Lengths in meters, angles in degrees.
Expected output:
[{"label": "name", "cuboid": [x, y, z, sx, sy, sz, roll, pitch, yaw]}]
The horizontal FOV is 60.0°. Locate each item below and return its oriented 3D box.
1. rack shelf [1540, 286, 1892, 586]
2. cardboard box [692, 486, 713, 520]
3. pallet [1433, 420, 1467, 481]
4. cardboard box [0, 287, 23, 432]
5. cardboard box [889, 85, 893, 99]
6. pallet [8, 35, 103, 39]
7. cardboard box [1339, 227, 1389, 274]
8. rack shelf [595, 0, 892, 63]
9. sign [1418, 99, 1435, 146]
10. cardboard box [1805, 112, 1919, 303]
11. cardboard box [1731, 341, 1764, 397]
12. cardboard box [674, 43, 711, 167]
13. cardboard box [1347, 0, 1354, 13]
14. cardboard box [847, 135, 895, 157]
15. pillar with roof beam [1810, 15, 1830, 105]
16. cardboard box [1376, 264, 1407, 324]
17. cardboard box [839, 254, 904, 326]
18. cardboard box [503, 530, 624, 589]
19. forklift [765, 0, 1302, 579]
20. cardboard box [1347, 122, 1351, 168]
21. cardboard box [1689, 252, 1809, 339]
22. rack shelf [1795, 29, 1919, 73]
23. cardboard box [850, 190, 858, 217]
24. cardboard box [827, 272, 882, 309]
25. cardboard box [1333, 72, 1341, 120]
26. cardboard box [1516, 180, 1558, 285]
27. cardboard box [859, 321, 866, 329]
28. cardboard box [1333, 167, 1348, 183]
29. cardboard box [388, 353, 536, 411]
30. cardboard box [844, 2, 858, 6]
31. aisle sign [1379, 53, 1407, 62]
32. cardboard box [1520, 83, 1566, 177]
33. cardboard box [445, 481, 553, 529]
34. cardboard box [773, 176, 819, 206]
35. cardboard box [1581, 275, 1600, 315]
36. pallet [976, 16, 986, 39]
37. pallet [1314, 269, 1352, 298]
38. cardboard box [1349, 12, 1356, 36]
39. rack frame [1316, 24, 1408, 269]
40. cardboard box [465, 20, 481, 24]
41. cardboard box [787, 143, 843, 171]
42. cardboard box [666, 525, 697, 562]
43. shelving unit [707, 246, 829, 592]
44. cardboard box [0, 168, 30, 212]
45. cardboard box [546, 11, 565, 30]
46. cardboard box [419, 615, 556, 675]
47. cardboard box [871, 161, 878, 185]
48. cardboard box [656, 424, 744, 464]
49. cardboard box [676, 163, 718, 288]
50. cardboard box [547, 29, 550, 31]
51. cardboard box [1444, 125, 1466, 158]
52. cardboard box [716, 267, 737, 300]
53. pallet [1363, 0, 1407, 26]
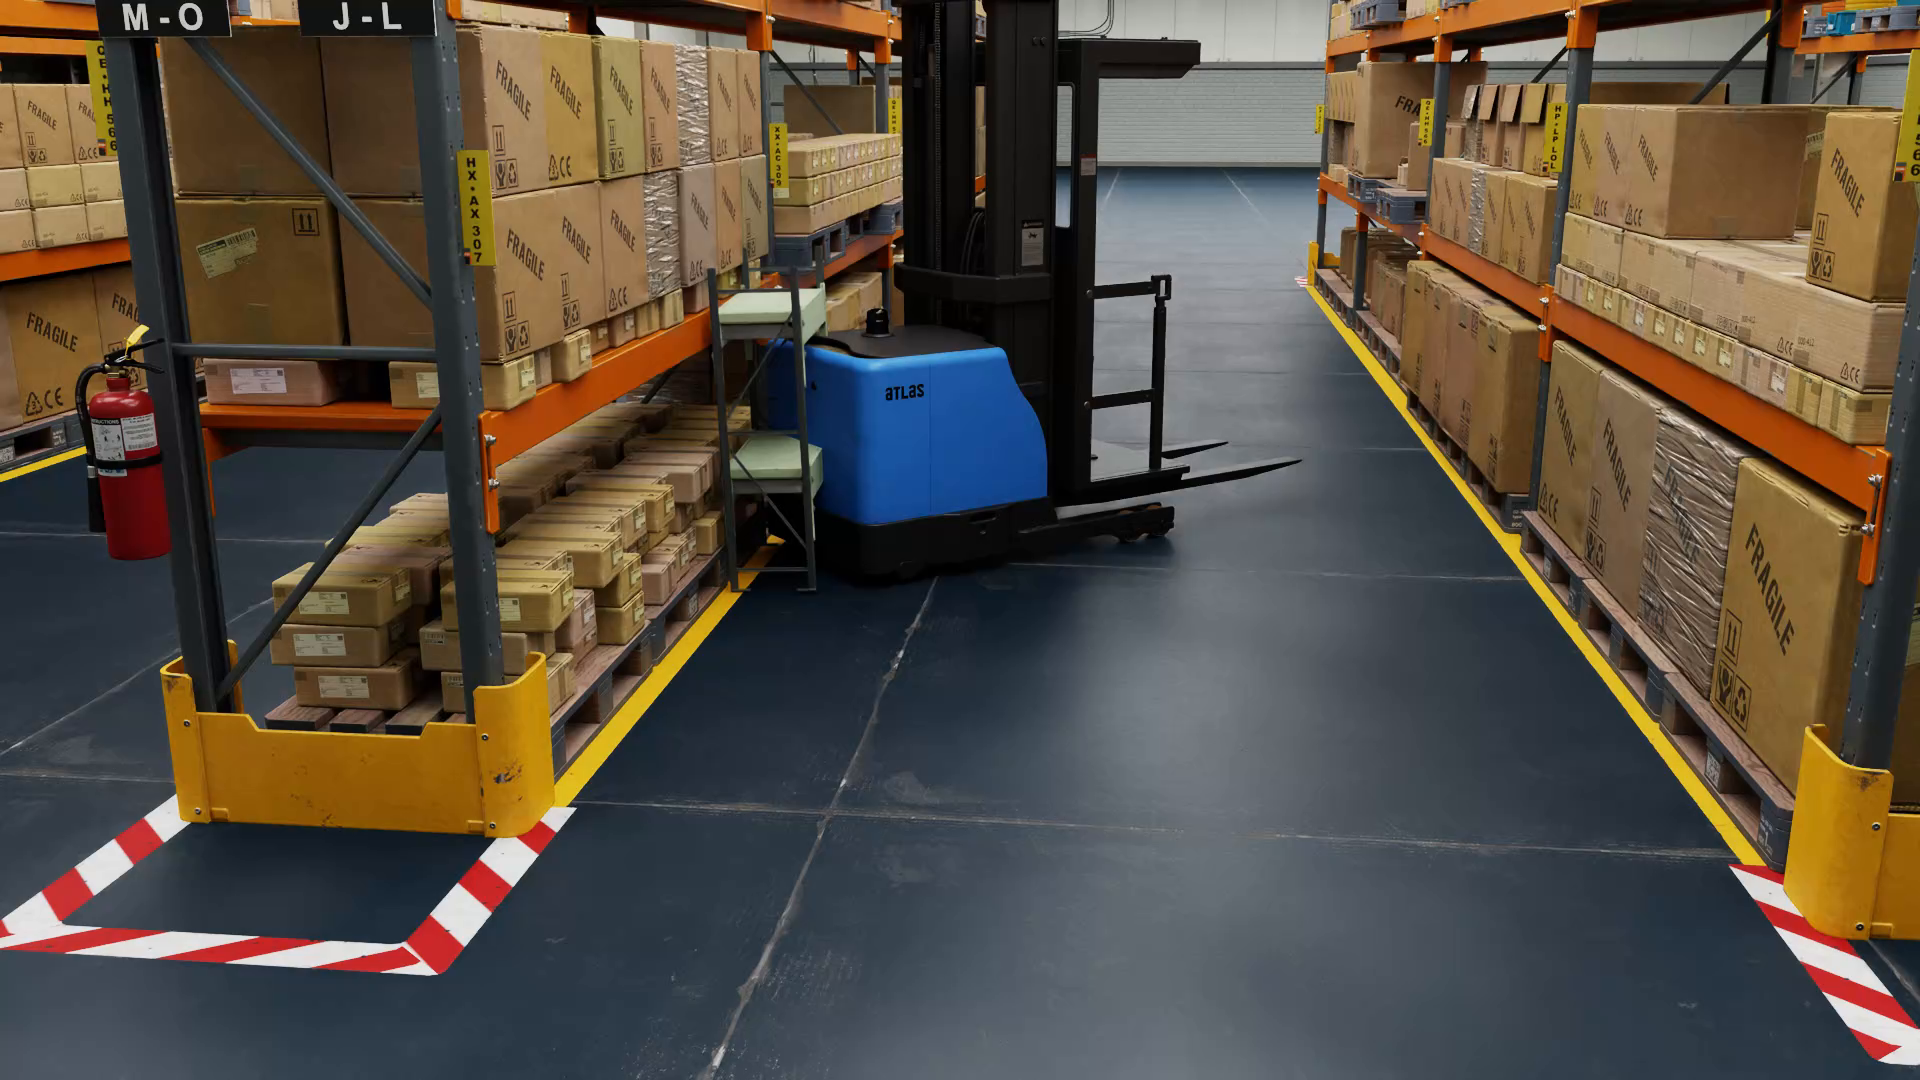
[{"label": "rack shelf", "cuboid": [3.207, -0.553, 6.340, 1.077, 0.370, 4.000, 2, 15, 6]}, {"label": "cardboard box", "cuboid": [-1.370, -0.201, 7.747, 0.380, 0.149, 0.250, 2, 15, 8]}, {"label": "pallet", "cuboid": [3.580, -0.593, 10.450, 1.003, 0.211, 1.213, 2, 15, 6]}, {"label": "cardboard box", "cuboid": [-6.424, -1.051, 10.070, 0.875, 0.875, 0.875, 2, 15, 8]}, {"label": "cardboard box", "cuboid": [-0.917, -3.407, 13.409, 0.700, 0.500, 0.500, 1, 15, 5]}, {"label": "pallet", "cuboid": [-10.233, -5.874, 19.062, 1.003, 0.211, 1.213, 2, 15, 6]}, {"label": "cardboard box", "cuboid": [4.700, -3.366, 19.349, 0.500, 0.500, 0.500, 5, 16, 17]}, {"label": "rack shelf", "cuboid": [-1.259, -3.211, 10.422, 1.077, 0.370, 4.000, 2, 15, 6]}, {"label": "sign", "cuboid": [3.344, -2.991, 11.910, 0.100, 0.325, 0.005, 2, 15, 6]}, {"label": "cardboard box", "cuboid": [2.775, -0.949, 4.706, 0.500, 0.500, 0.500, 2, 15, 7]}, {"label": "cardboard box", "cuboid": [2.781, -0.560, 5.468, 0.380, 0.149, 0.250, 2, 15, 7]}, {"label": "cardboard box", "cuboid": [-1.393, -1.870, 7.153, 0.500, 0.500, 0.500, 2, 15, 8]}, {"label": "cardboard box", "cuboid": [4.345, -5.699, 17.768, 0.380, 0.149, 0.250, 1, 15, 4]}, {"label": "cardboard box", "cuboid": [-0.663, -2.792, 11.778, 0.380, 0.149, 0.250, 2, 15, 6]}, {"label": "pillar with roof beam", "cuboid": [19.440, -14.690, 45.751, 9.100, 9.000, 0.400, 2, 15, 6]}, {"label": "cardboard box", "cuboid": [4.172, -2.218, 15.064, 0.700, 0.500, 0.500, 2, 15, 6]}, {"label": "cardboard box", "cuboid": [-0.875, -1.901, 13.451, 1.050, 0.750, 0.750, 1, 15, 5]}, {"label": "cardboard box", "cuboid": [-1.472, 0.070, 6.175, 0.380, 0.149, 0.250, 2, 15, 6]}, {"label": "forklift", "cuboid": [0.520, -1.507, 8.621, 3.031, 2.935, 1.130, -10, 18, -33]}, {"label": "cardboard box", "cuboid": [4.593, -4.191, 17.652, 0.875, 0.500, 0.500, 2, 15, 6]}, {"label": "cardboard box", "cuboid": [2.887, -0.850, 5.777, 0.500, 0.250, 0.500, 1, 15, 4]}, {"label": "rack shelf", "cuboid": [9.482, -4.968, 16.919, 1.077, 0.370, 4.000, 2, 15, 6]}, {"label": "cardboard box", "cuboid": [-0.841, -2.100, 10.360, 0.380, 0.149, 0.250, 1, 15, 5]}, {"label": "cardboard box", "cuboid": [-0.850, -1.802, 12.127, 0.500, 0.250, 0.500, 1, 15, 5]}, {"label": "cardboard box", "cuboid": [4.335, -4.812, 18.035, 0.500, 0.500, 0.500, 2, 15, 6]}, {"label": "cardboard box", "cuboid": [3.214, -1.597, 8.630, 0.500, 0.500, 0.500, 2, 15, 6]}, {"label": "cardboard box", "cuboid": [-0.910, -1.312, 11.752, 0.500, 0.500, 0.500, 2, 15, 9]}, {"label": "cardboard box", "cuboid": [4.252, -3.957, 18.032, 0.380, 0.149, 0.250, 2, 15, 6]}, {"label": "cardboard box", "cuboid": [-1.573, -0.507, 5.273, 0.380, 0.149, 0.250, 2, 15, 6]}, {"label": "cardboard box", "cuboid": [-0.949, -3.710, 10.698, 0.500, 0.500, 0.500, 2, 15, 6]}, {"label": "aisle sign", "cuboid": [5.092, -5.794, 19.362, 0.394, 0.787, 0.004, 2, 15, 6]}, {"label": "cardboard box", "cuboid": [3.585, -2.295, 9.291, 0.797, 0.503, 0.637, 2, 15, 7]}, {"label": "cardboard box", "cuboid": [-1.932, -0.149, 6.983, 0.380, 0.149, 0.250, 1, 15, 4]}, {"label": "cardboard box", "cuboid": [-0.983, -1.905, 9.068, 0.380, 0.149, 0.250, 2, 15, 7]}, {"label": "cardboard box", "cuboid": [3.010, -1.095, 7.445, 0.380, 0.149, 0.250, 2, 15, 8]}, {"label": "pallet", "cuboid": [-0.204, -5.916, 19.219, 1.003, 0.211, 1.213, 2, 15, 6]}, {"label": "pallet", "cuboid": [4.651, -2.956, 19.190, 1.003, 0.211, 1.213, 2, 15, 6]}, {"label": "cardboard box", "cuboid": [4.249, -5.263, 16.921, 0.500, 0.250, 0.500, 2, 15, 6]}, {"label": "rack frame", "cuboid": [4.787, -4.532, 19.674, 1.000, 3.000, 0.127, 2, 15, 6]}, {"label": "cardboard box", "cuboid": [-5.145, -5.253, 17.075, 0.380, 0.149, 0.250, 2, 15, 6]}, {"label": "cardboard box", "cuboid": [-0.895, -2.252, 9.782, 0.380, 0.149, 0.250, 1, 15, 6]}, {"label": "cardboard box", "cuboid": [-1.403, 0.028, 7.470, 0.380, 0.149, 0.250, 2, 15, 7]}, {"label": "shelving unit", "cuboid": [-0.865, -0.587, 7.876, 0.431, 1.500, 0.755, -1, 17, 4]}, {"label": "cardboard box", "cuboid": [-6.053, -2.122, 10.093, 0.500, 0.250, 0.500, 2, 15, 7]}, {"label": "cardboard box", "cuboid": [-4.921, -6.072, 19.342, 0.500, 0.250, 0.500, 1, 15, 5]}, {"label": "cardboard box", "cuboid": [-1.621, 0.347, 5.718, 0.380, 0.149, 0.250, 2, 15, 9]}, {"label": "cardboard box", "cuboid": [-0.751, -2.446, 11.067, 0.380, 0.149, 0.250, 2, 15, 6]}, {"label": "cardboard box", "cuboid": [-1.276, -0.473, 8.183, 0.380, 0.149, 0.250, 2, 15, 6]}, {"label": "cardboard box", "cuboid": [-1.375, -1.386, 7.280, 0.500, 0.500, 0.500, 2, 15, 6]}, {"label": "cardboard box", "cuboid": [-4.976, -5.852, 19.293, 0.380, 0.149, 0.250, 2, 15, 7]}, {"label": "cardboard box", "cuboid": [3.905, -2.849, 12.455, 0.500, 0.500, 0.500, 0, 15, -1]}, {"label": "cardboard box", "cuboid": [-1.294, -1.252, 8.026, 0.380, 0.149, 0.250, 2, 15, 8]}, {"label": "pallet", "cuboid": [4.046, -4.425, 13.895, 1.213, 0.211, 1.003, 2, 15, 6]}]
